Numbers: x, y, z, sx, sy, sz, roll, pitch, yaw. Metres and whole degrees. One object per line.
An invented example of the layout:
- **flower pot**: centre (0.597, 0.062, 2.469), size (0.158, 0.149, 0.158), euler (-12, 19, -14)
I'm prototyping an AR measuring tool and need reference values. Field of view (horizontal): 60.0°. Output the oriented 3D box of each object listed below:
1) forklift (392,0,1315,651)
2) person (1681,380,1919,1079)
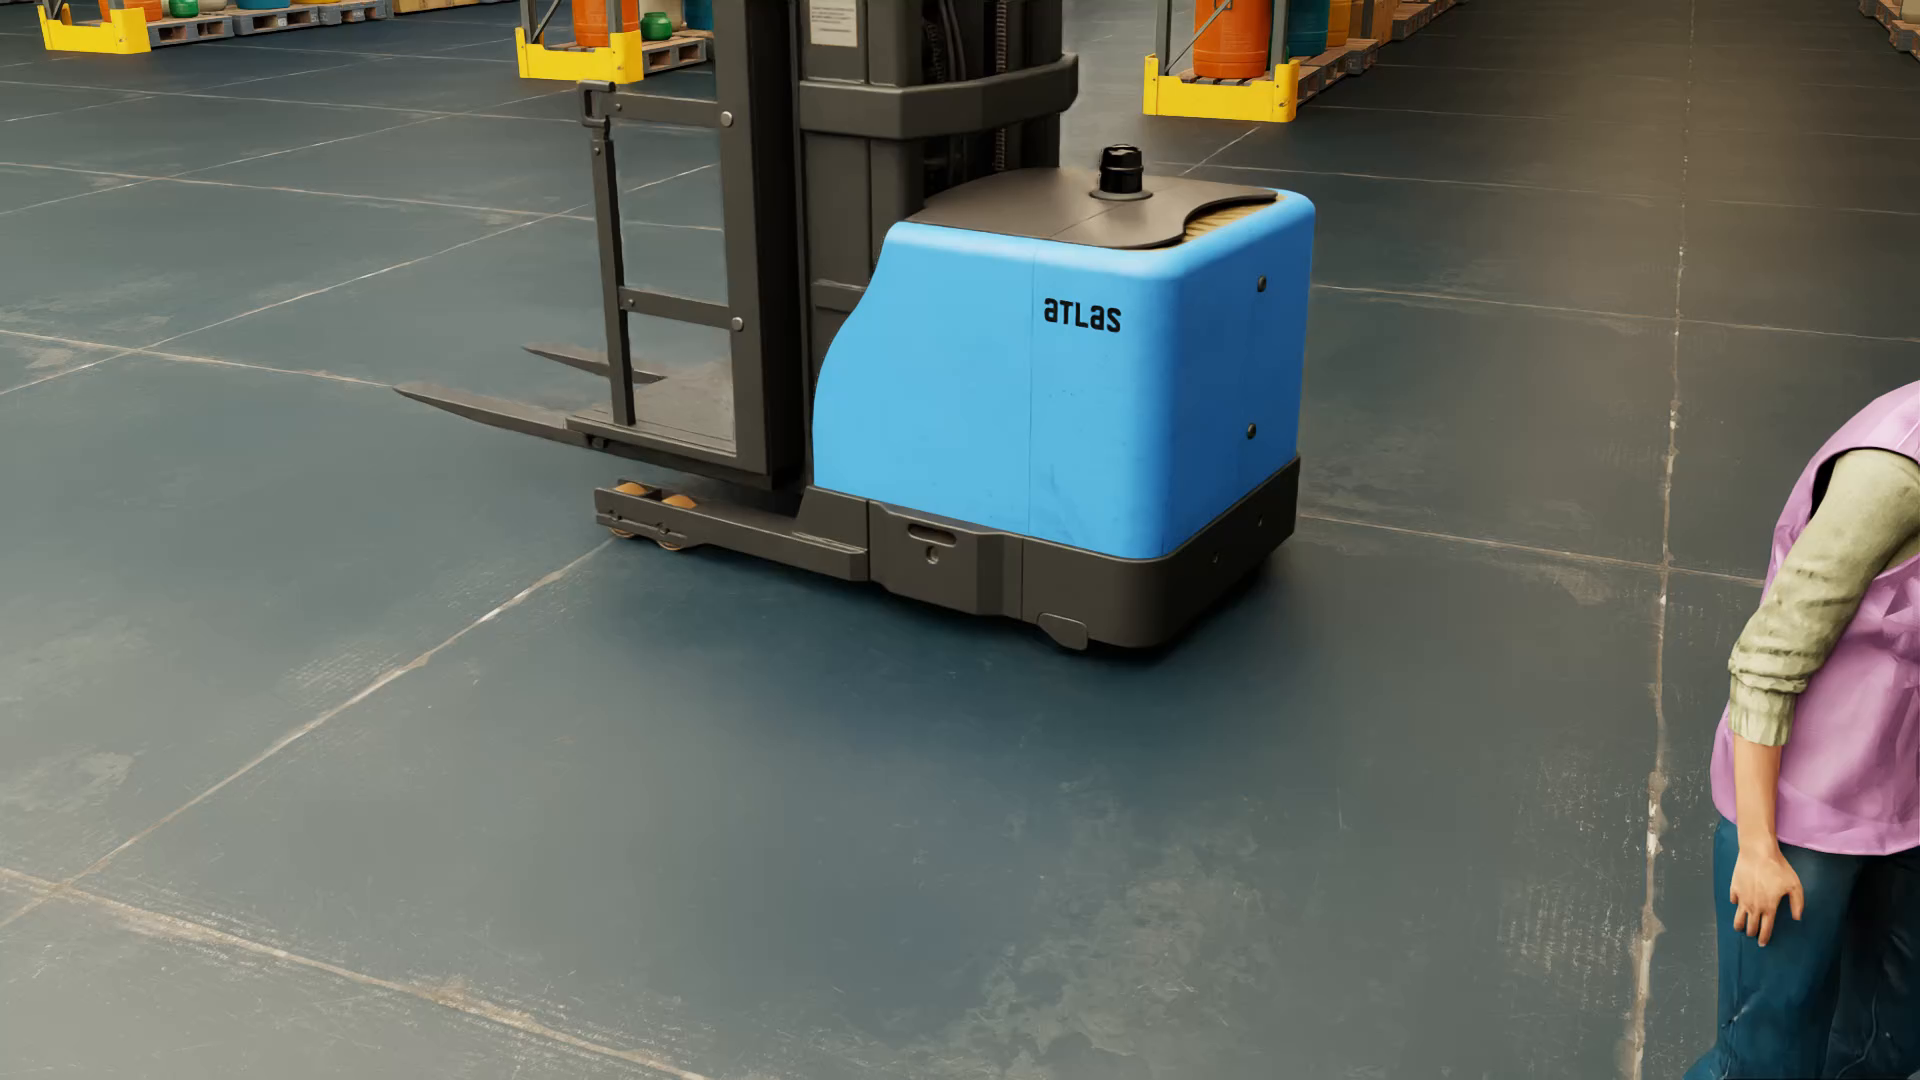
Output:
- **forklift**: centre (-0.519, -1.476, 4.824), size (3.031, 2.935, 1.130), euler (14, 26, 29)
- **person**: centre (1.162, 0.371, 2.146), size (0.465, 1.590, 0.348), euler (-9, 24, -21)
